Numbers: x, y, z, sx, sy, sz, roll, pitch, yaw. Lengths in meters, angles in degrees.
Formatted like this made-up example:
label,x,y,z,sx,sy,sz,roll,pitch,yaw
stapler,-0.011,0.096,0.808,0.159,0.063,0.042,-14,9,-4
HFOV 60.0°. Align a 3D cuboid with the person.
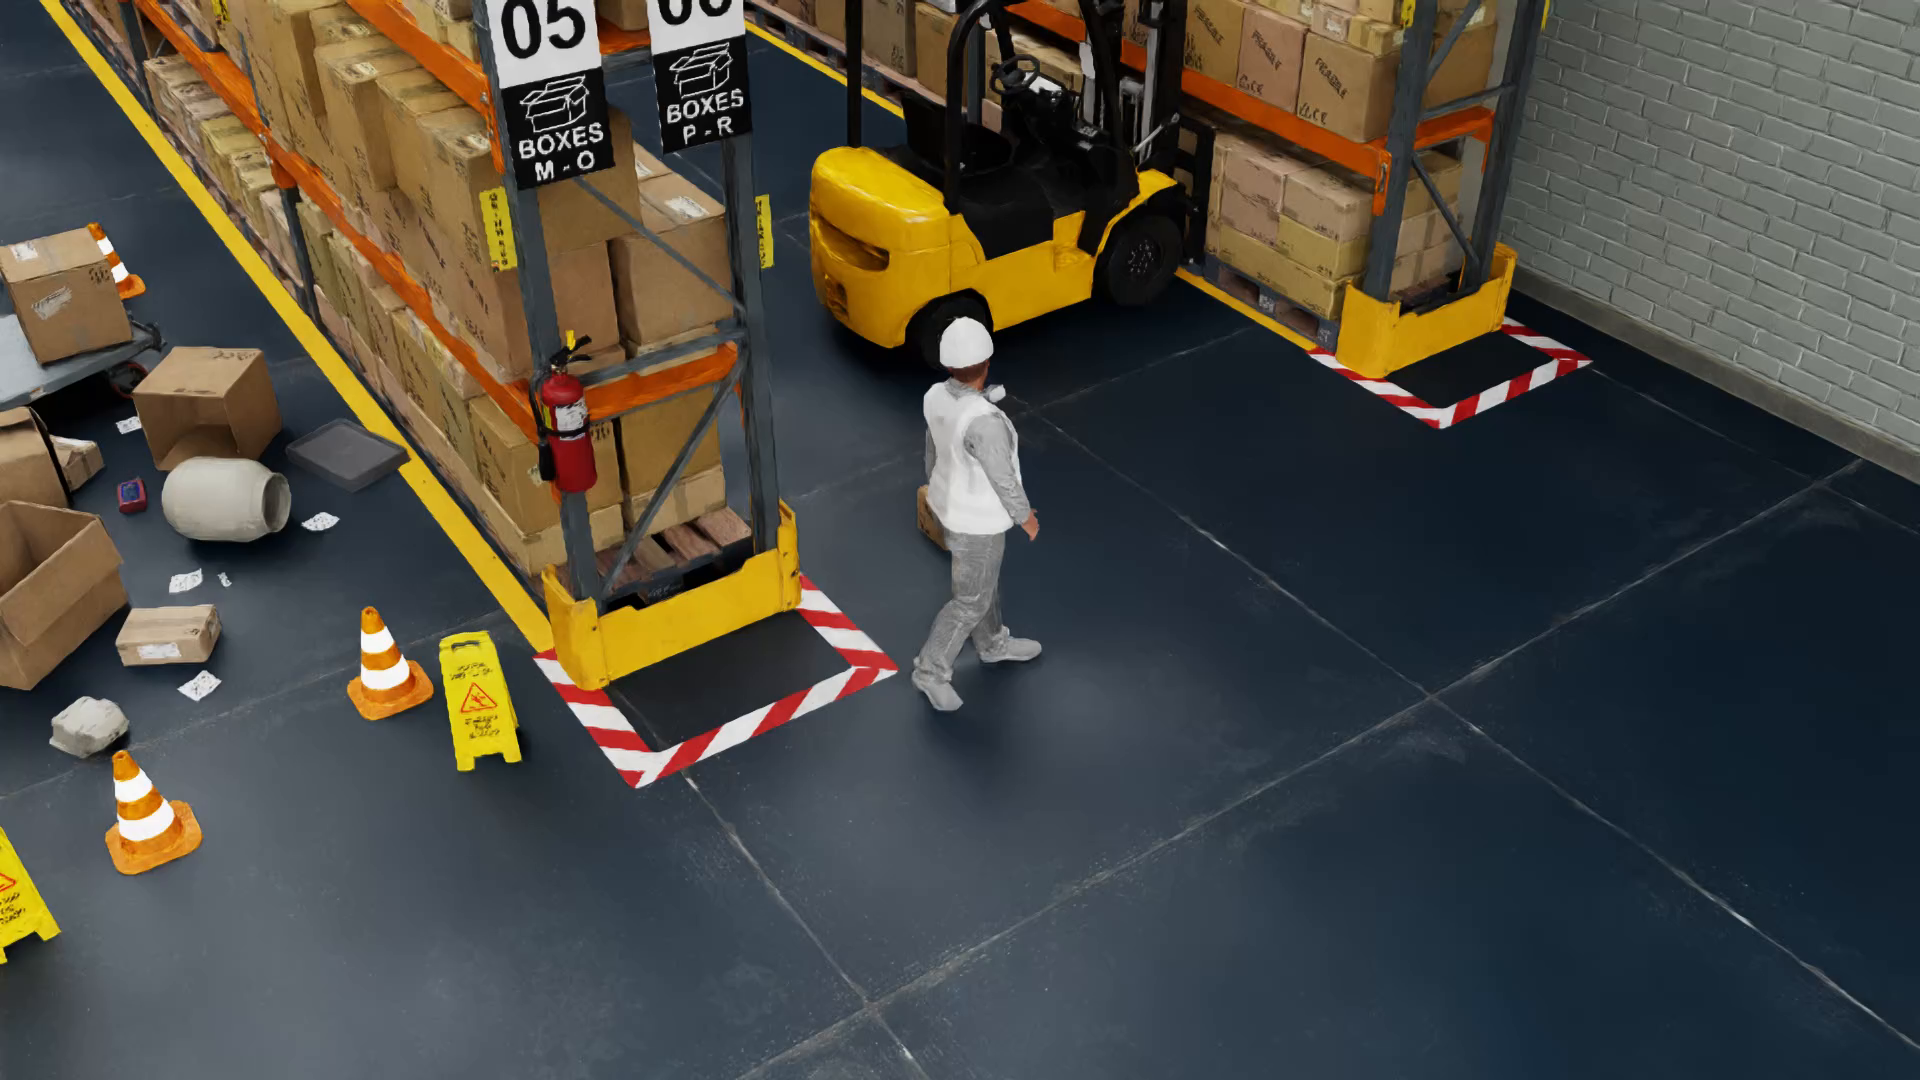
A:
label,x,y,z,sx,sy,sz,roll,pitch,yaw
person,0.070,-0.104,7.163,0.667,1.832,0.556,-11,37,-14
